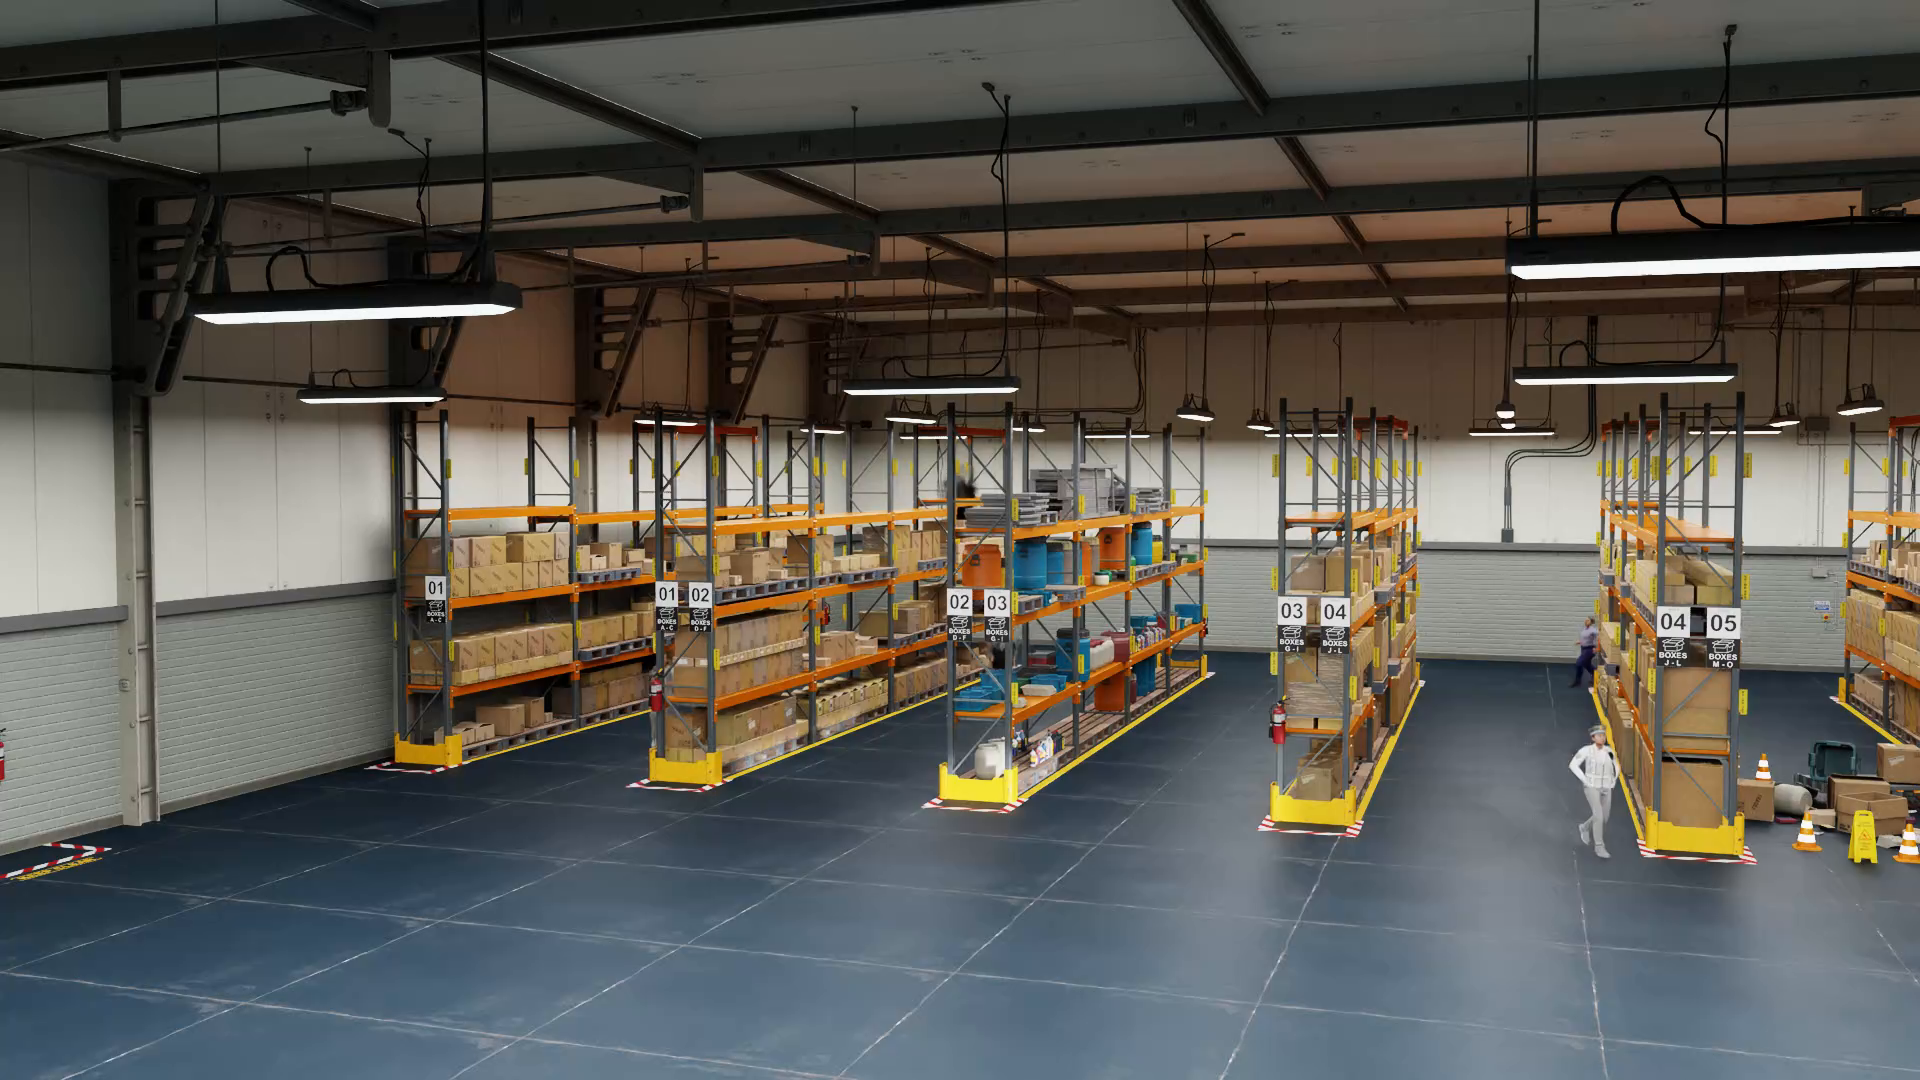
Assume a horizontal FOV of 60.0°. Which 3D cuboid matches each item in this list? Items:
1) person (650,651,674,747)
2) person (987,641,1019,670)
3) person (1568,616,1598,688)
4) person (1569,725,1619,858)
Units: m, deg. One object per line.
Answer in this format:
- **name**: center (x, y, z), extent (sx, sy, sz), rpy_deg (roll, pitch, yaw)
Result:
- **person**: center (-5.393, 2.874, 30.199), extent (0.549, 1.728, 0.776), rpy_deg (0, 2, 7)
- **person**: center (0.895, 2.665, 34.545), extent (0.646, 1.709, 0.927), rpy_deg (0, 2, 5)
- **person**: center (14.350, 2.570, 38.009), extent (0.810, 1.674, 0.695), rpy_deg (0, 2, -3)
- **person**: center (8.308, 3.252, 21.701), extent (0.669, 1.709, 0.673), rpy_deg (0, 2, -6)
